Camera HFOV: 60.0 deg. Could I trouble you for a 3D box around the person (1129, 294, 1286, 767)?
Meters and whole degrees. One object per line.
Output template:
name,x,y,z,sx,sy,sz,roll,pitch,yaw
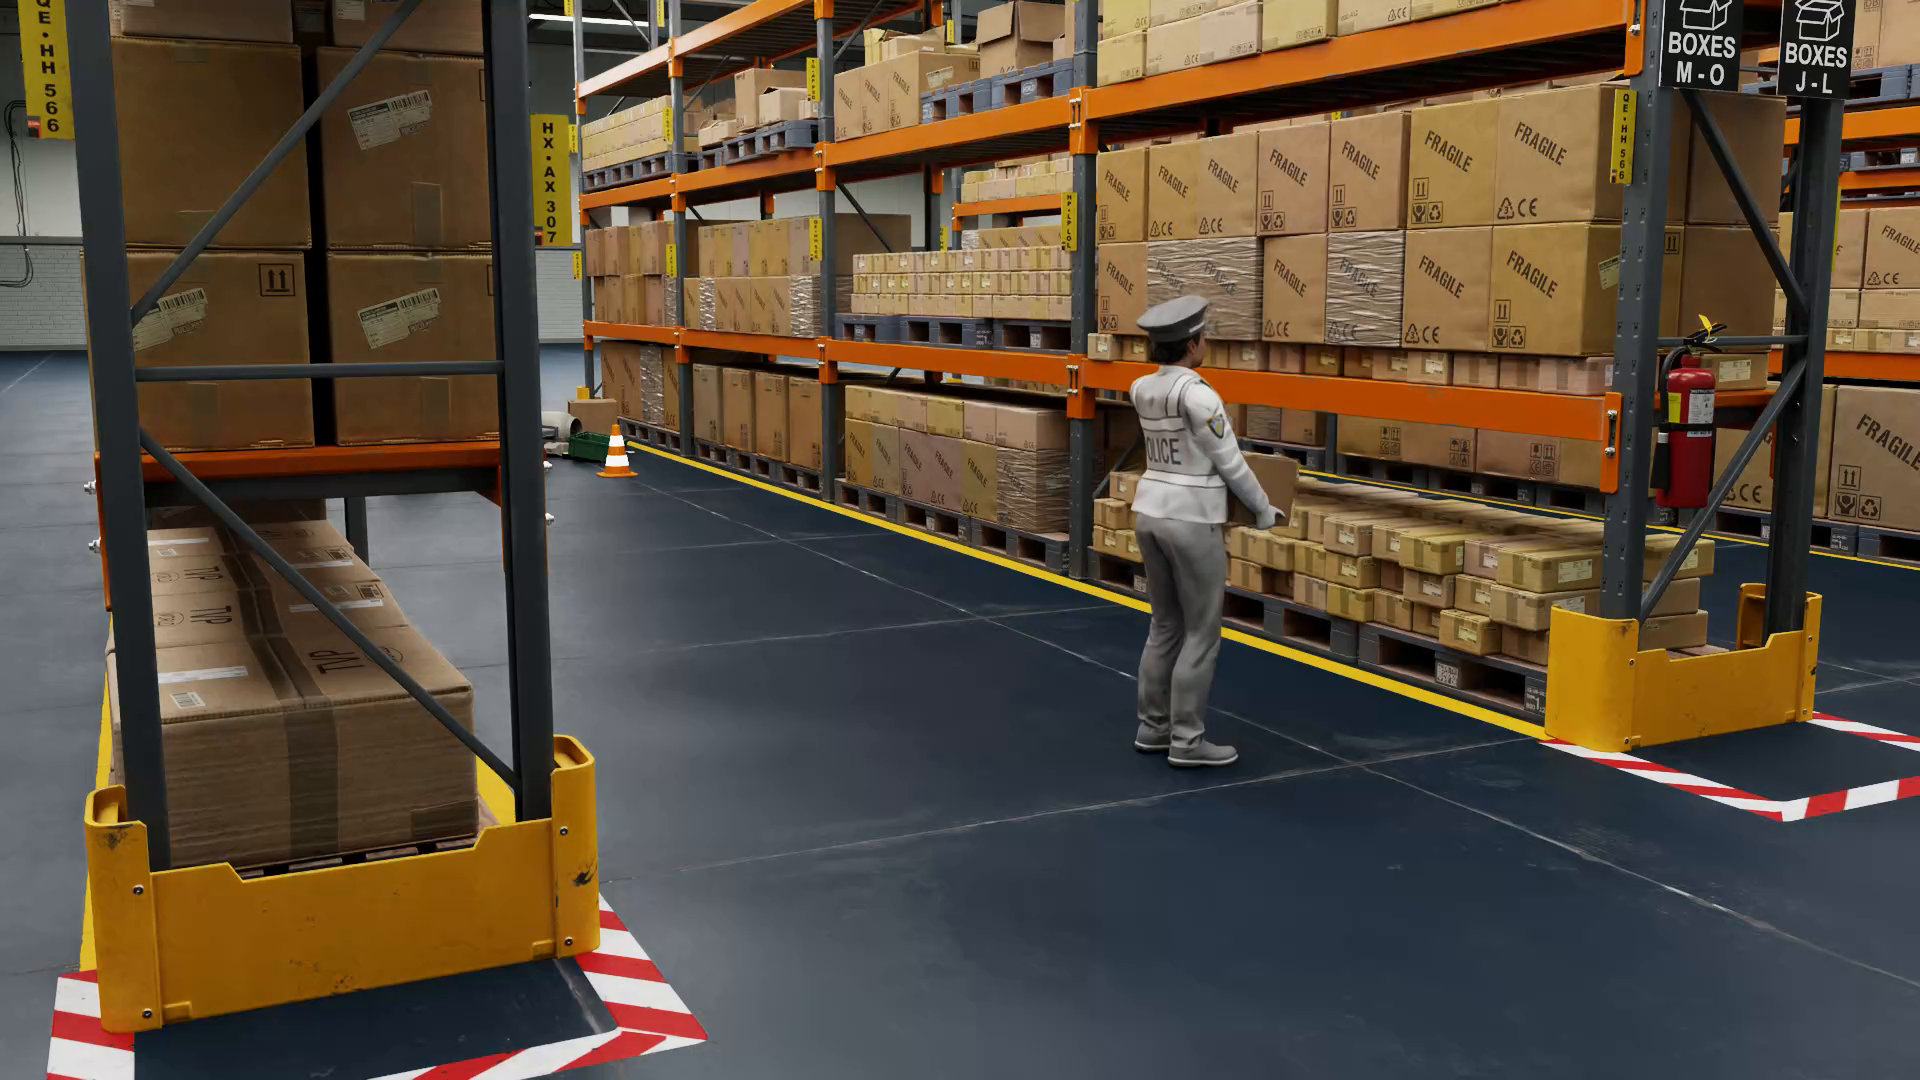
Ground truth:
person,0.882,-0.040,6.040,0.530,1.691,0.446,-4,10,-26
